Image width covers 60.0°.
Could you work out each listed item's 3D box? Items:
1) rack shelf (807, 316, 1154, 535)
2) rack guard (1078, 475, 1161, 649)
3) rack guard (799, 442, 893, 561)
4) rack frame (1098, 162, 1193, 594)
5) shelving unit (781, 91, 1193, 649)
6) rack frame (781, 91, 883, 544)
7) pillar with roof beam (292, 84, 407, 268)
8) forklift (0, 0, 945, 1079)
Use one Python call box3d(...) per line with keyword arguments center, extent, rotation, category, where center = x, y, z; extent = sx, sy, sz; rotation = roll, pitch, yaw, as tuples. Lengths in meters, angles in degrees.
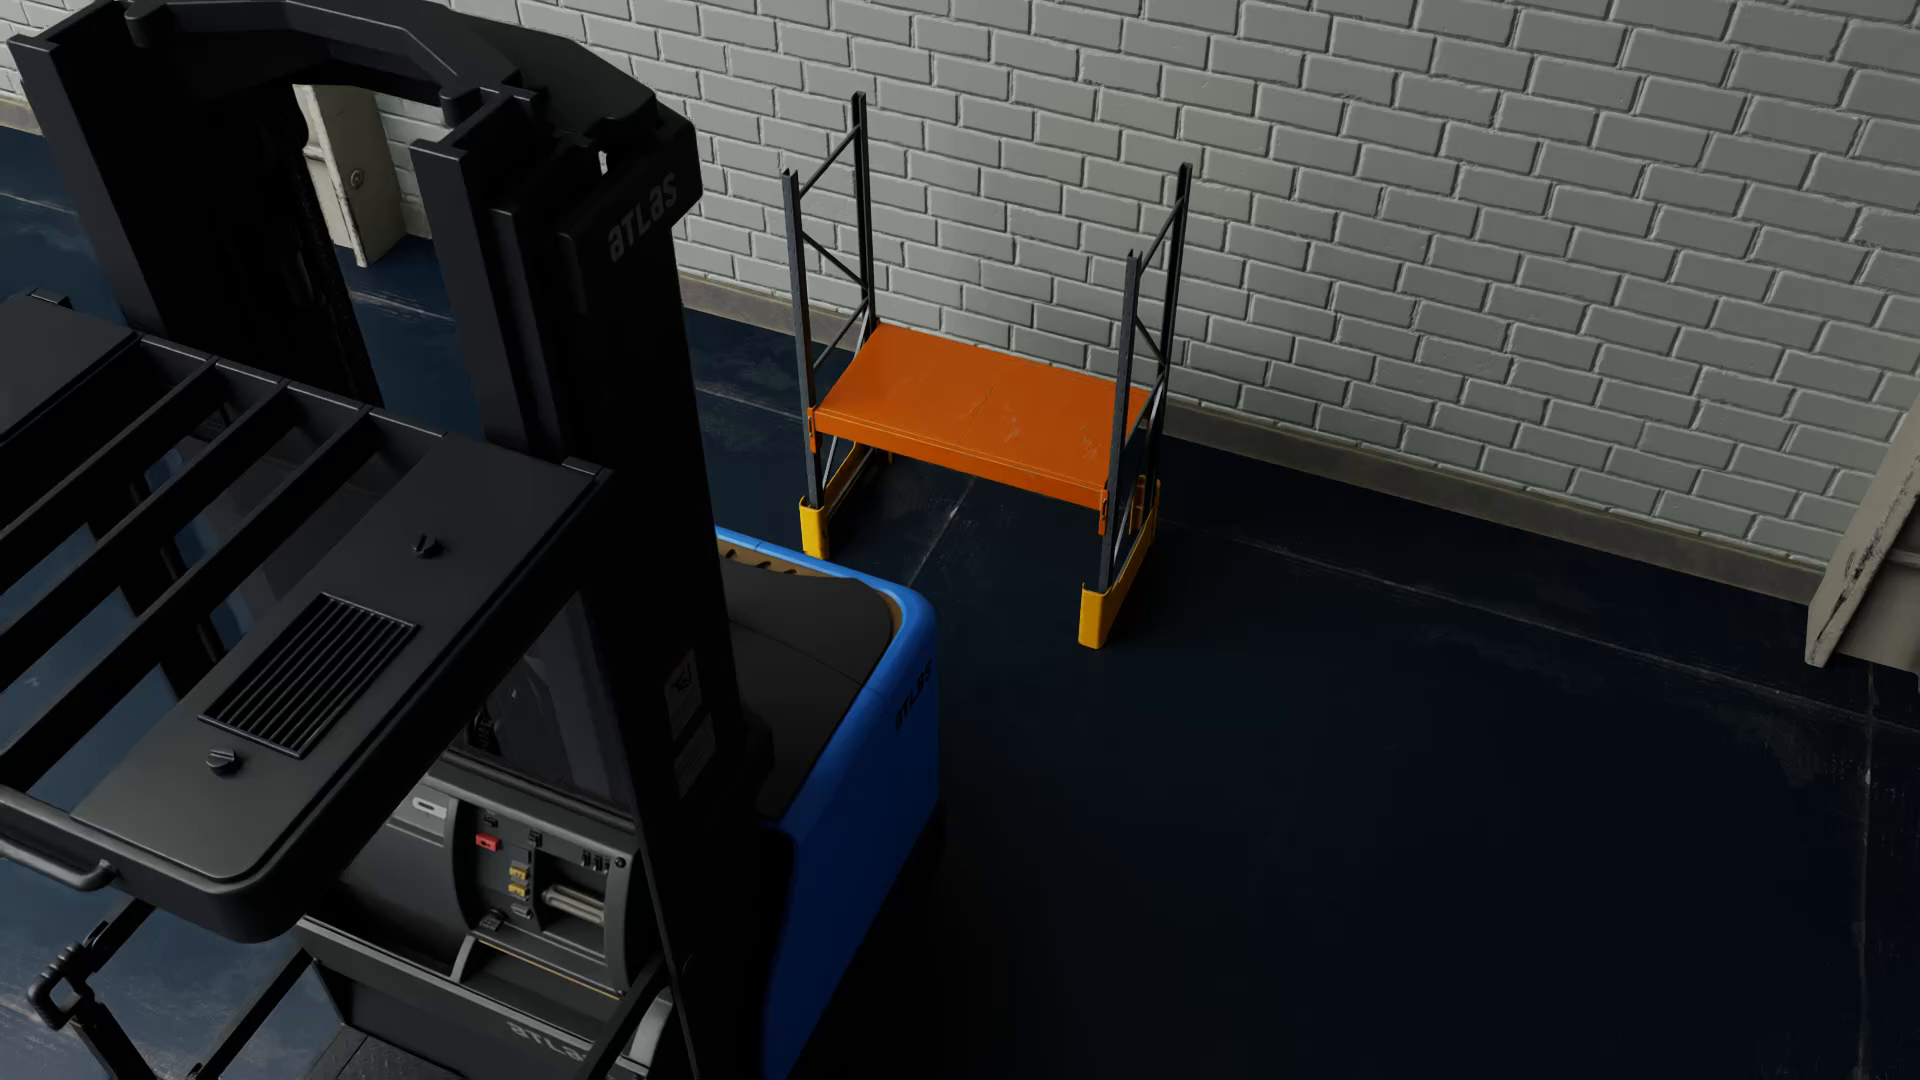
box3d(center=(0.079, -0.381, 5.325), extent=(1.000, 0.185, 0.538), rotation=(16, 47, 16), category="rack shelf")
box3d(center=(0.530, 0.067, 5.505), extent=(0.087, 0.250, 0.587), rotation=(16, 47, 16), category="rack guard")
box3d(center=(-0.389, -0.203, 5.777), extent=(0.087, 0.250, 0.587), rotation=(16, 47, 16), category="rack guard")
box3d(center=(0.548, -0.370, 5.059), extent=(0.032, 1.500, 0.500), rotation=(16, 47, 16), category="rack frame")
box3d(center=(0.070, -0.511, 5.200), extent=(1.083, 1.500, 0.587), rotation=(16, 47, 16), category="shelving unit")
box3d(center=(-0.390, -0.647, 5.336), extent=(0.032, 1.500, 0.500), rotation=(16, 47, 16), category="rack frame")
box3d(center=(-4.232, -1.667, 1.046), extent=(0.400, 9.000, 9.100), rotation=(16, 47, 16), category="pillar with roof beam")
box3d(center=(-1.098, 0.675, 2.994), extent=(1.130, 2.935, 3.031), rotation=(17, 47, 17), category="forklift")
